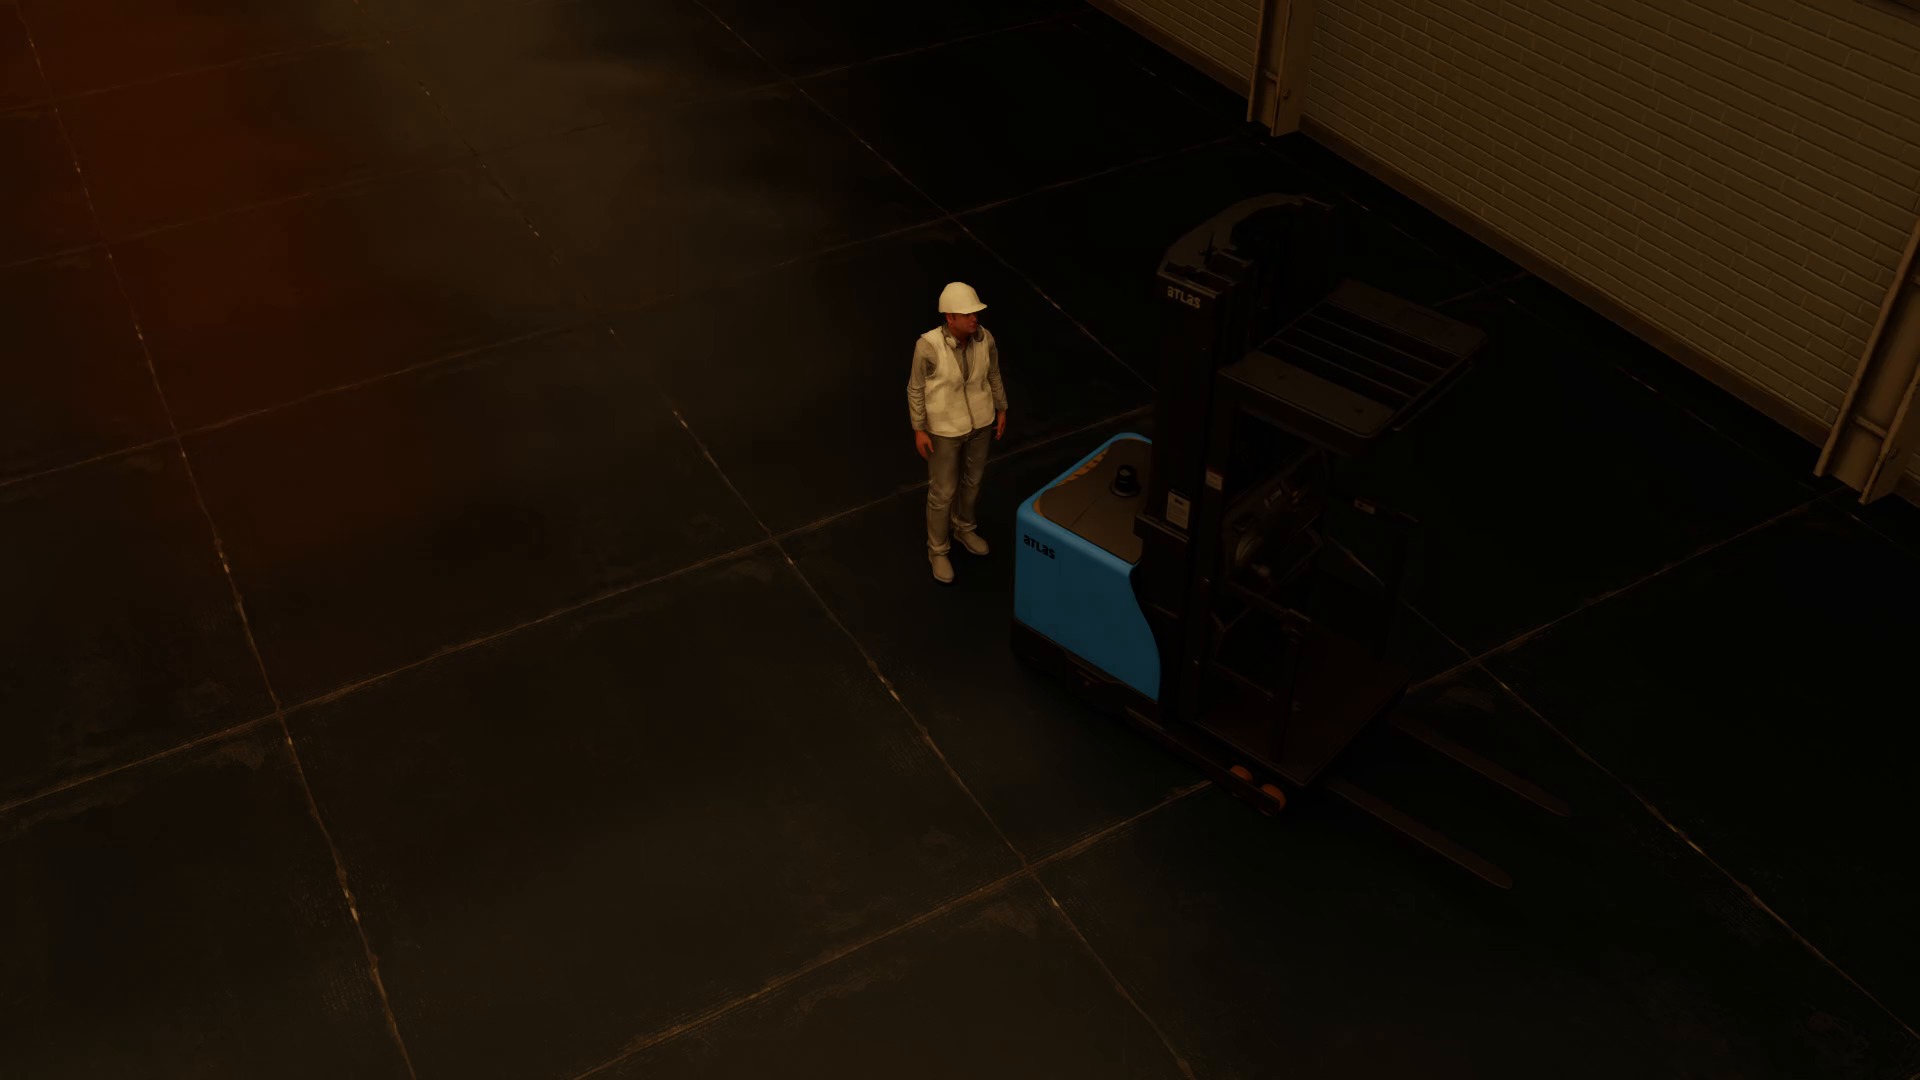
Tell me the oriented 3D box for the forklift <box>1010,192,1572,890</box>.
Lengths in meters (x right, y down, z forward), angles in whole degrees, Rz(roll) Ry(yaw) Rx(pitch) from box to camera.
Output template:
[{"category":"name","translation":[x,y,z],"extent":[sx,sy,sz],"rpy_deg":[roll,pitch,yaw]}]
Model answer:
[{"category":"forklift","translation":[1.723,-0.083,8.136],"extent":[3.031,2.935,1.130],"rpy_deg":[30,48,31]}]

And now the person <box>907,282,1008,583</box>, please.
[{"category":"person","translation":[0.025,-0.652,9.716],"extent":[0.633,1.774,0.568],"rpy_deg":[-20,44,-23]}]
